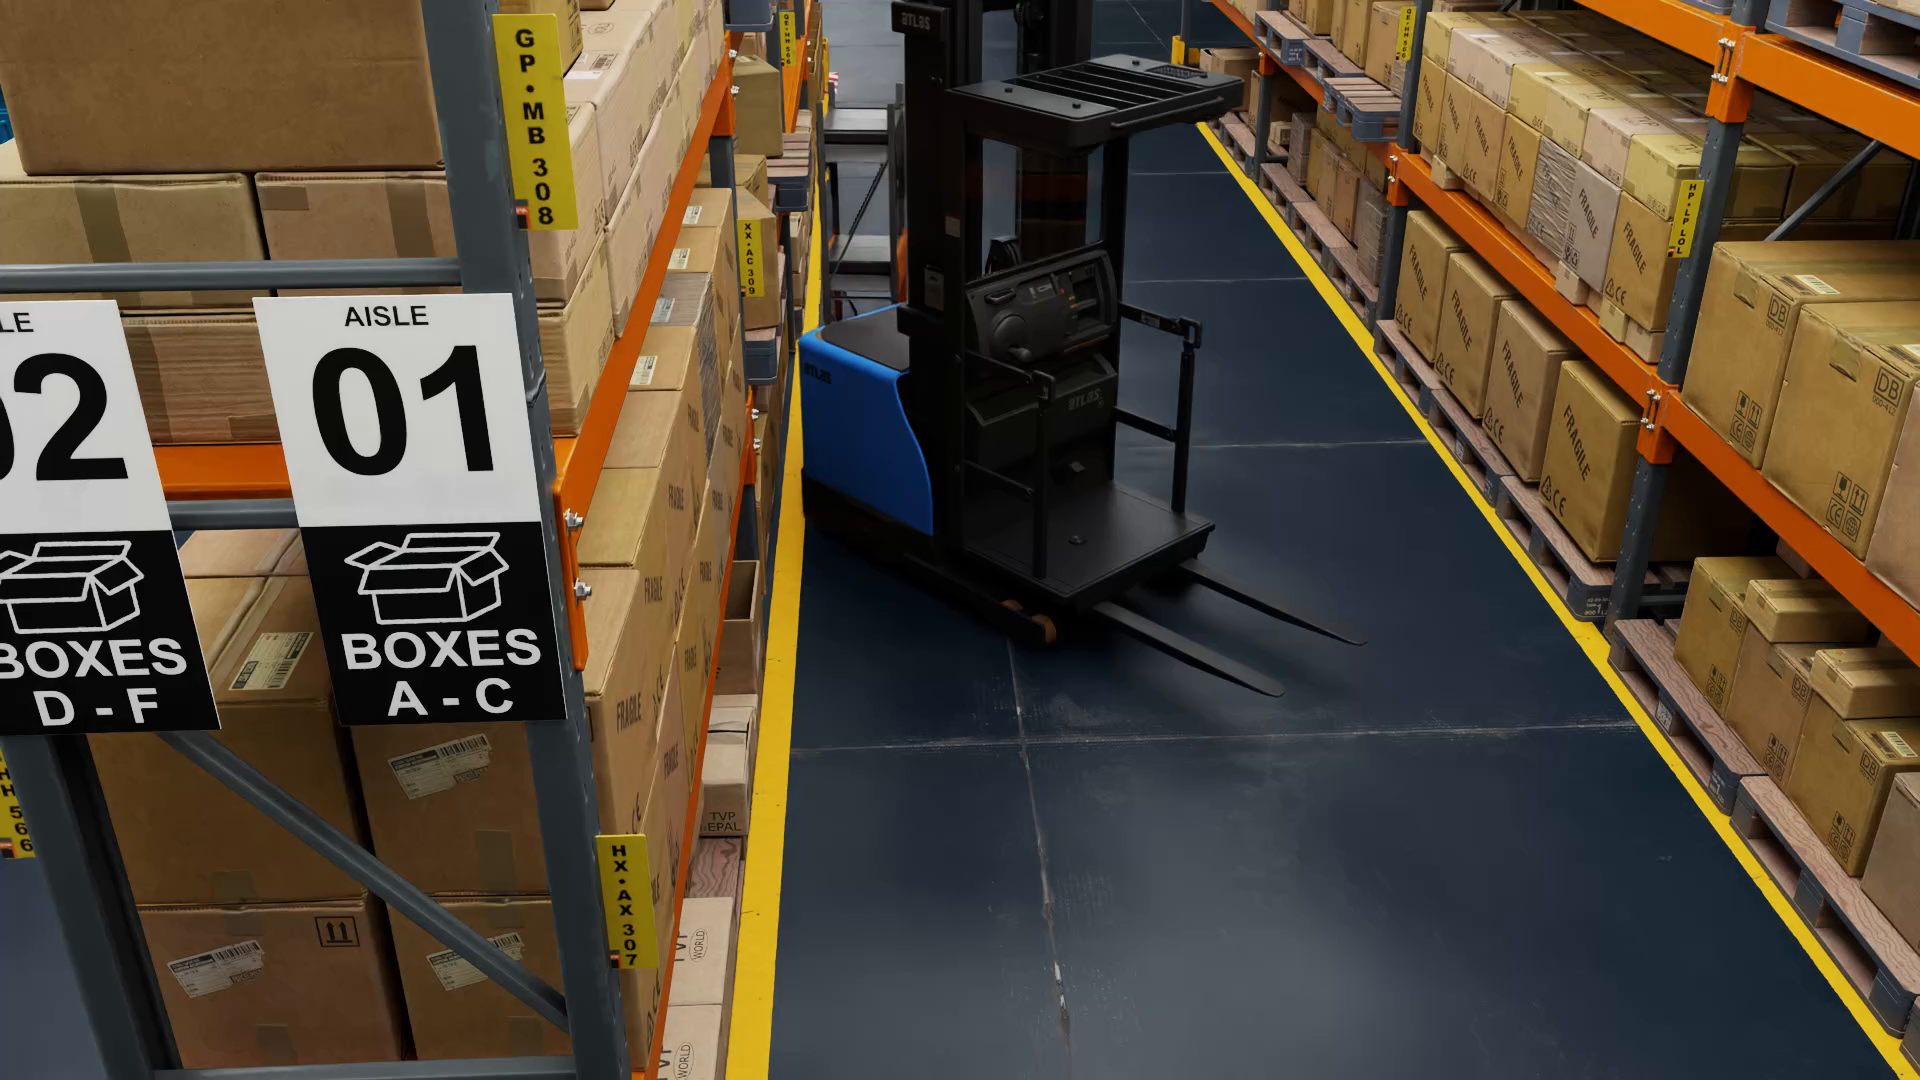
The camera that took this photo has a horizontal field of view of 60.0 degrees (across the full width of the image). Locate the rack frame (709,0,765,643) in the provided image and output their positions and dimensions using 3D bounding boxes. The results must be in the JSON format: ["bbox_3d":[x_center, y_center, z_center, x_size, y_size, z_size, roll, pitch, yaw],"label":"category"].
[{"bbox_3d":[-1.397,-0.747,6.938,1.000,3.000,0.127,-1,28,-3],"label":"rack frame"}]

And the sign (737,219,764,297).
[{"bbox_3d":[-0.855,-1.147,6.769,0.100,0.325,0.005,-1,28,-3],"label":"sign"}]

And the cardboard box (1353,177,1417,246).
[{"bbox_3d":[3.341,-2.374,12.285,0.700,0.500,0.500,-1,28,-3],"label":"cardboard box"}]

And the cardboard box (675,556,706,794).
[{"bbox_3d":[-1.003,0.375,4.679,0.500,0.500,0.500,-1,28,-3],"label":"cardboard box"}]

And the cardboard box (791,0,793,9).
[{"bbox_3d":[-1.900,-5.165,15.302,0.700,0.500,0.500,-1,28,-2],"label":"cardboard box"}]

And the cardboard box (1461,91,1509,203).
[{"bbox_3d":[3.154,-2.198,9.270,0.500,0.500,0.500,-2,28,-3],"label":"cardboard box"}]

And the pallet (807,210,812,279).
[{"bbox_3d":[-1.670,-2.301,12.933,1.003,0.211,1.213,-1,28,-3],"label":"pallet"}]

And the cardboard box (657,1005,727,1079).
[{"bbox_3d":[-0.959,1.636,4.867,0.500,0.250,0.500,-1,28,-3],"label":"cardboard box"}]

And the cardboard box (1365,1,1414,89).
[{"bbox_3d":[3.250,-3.429,11.497,0.700,0.500,0.500,-4,28,-7],"label":"cardboard box"}]

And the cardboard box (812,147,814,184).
[{"bbox_3d":[-1.503,-3.224,14.206,0.500,0.250,0.500,-2,28,-3],"label":"cardboard box"}]

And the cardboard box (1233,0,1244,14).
[{"bbox_3d":[2.787,-4.946,15.131,0.500,0.250,0.500,-1,28,-2],"label":"cardboard box"}]

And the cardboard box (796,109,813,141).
[{"bbox_3d":[-1.507,-3.477,14.085,0.500,0.311,0.500,-1,28,-3],"label":"cardboard box"}]

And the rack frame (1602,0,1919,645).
[{"bbox_3d":[3.550,-0.868,7.170,1.000,3.000,0.127,-1,28,-3],"label":"rack frame"}]

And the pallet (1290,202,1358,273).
[{"bbox_3d":[3.241,-2.402,13.127,1.003,0.211,1.213,-1,28,-3],"label":"pallet"}]

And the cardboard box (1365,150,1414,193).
[{"bbox_3d":[3.284,-2.730,12.158,0.500,0.250,0.500,-1,28,-2],"label":"cardboard box"}]

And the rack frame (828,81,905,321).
[{"bbox_3d":[-0.509,-1.523,9.400,0.400,2.100,0.015,1,28,3],"label":"rack frame"}]

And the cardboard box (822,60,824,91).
[{"bbox_3d":[-1.662,-4.784,17.198,0.500,0.250,0.500,-1,28,-3],"label":"cardboard box"}]

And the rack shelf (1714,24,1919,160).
[{"bbox_3d":[3.654,-0.955,4.872,1.077,0.370,4.000,-1,28,-3],"label":"rack shelf"}]

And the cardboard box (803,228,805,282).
[{"bbox_3d":[-1.367,-2.042,11.941,0.500,0.250,0.500,-2,28,-4],"label":"cardboard box"}]

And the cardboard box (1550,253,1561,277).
[{"bbox_3d":[3.225,-1.386,8.415,0.380,0.149,0.250,-1,28,-3],"label":"cardboard box"}]

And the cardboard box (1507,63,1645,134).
[{"bbox_3d":[3.199,-2.302,8.658,0.500,0.250,0.500,-2,28,-4],"label":"cardboard box"}]

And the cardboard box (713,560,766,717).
[{"bbox_3d":[-1.084,0.423,6.923,0.500,0.500,0.500,-1,28,-3],"label":"cardboard box"}]

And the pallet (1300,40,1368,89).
[{"bbox_3d":[3.197,-3.543,12.507,1.003,0.211,1.213,-1,28,-3],"label":"pallet"}]

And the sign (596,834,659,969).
[{"bbox_3d":[-0.646,0.704,3.221,0.100,0.325,0.005,-1,28,-3],"label":"sign"}]

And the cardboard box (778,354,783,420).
[{"bbox_3d":[-1.296,-1.015,9.680,0.500,0.500,0.500,-2,28,-5],"label":"cardboard box"}]

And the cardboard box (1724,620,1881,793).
[{"bbox_3d":[3.510,0.634,6.539,0.700,0.500,0.500,-2,28,-3],"label":"cardboard box"}]

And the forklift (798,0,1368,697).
[{"bbox_3d":[0.539,-1.055,7.604,1.130,2.935,3.031,-24,36,-38],"label":"forklift"}]

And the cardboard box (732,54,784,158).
[{"bbox_3d":[-1.460,-2.536,9.807,0.700,0.500,0.500,-11,29,-20],"label":"cardboard box"}]

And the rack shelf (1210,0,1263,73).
[{"bbox_3d":[3.028,-5.167,16.191,1.077,0.370,4.000,-1,28,-3],"label":"rack shelf"}]

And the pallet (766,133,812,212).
[{"bbox_3d":[-1.500,-2.197,9.927,1.213,0.211,1.003,-1,28,-3],"label":"pallet"}]

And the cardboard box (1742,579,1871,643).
[{"bbox_3d":[3.322,0.277,6.523,0.380,0.149,0.250,0,28,-1],"label":"cardboard box"}]

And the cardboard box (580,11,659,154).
[{"bbox_3d":[-1.006,-1.090,3.974,0.500,0.250,0.500,-1,28,-3],"label":"cardboard box"}]

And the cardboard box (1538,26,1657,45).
[{"bbox_3d":[3.647,-2.790,9.594,0.500,0.250,0.500,-2,28,-4],"label":"cardboard box"}]

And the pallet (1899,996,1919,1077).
[{"bbox_3d":[3.639,1.848,4.978,1.003,0.211,1.213,-1,28,-3],"label":"pallet"}]

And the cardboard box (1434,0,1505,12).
[{"bbox_3d":[3.293,-3.401,10.741,0.380,0.149,0.250,-5,28,-9],"label":"cardboard box"}]

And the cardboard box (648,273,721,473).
[{"bbox_3d":[-1.056,-0.538,5.348,0.500,0.500,0.500,-1,28,-2],"label":"cardboard box"}]

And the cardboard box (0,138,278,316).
[{"bbox_3d":[-1.469,-0.616,3.064,0.500,0.250,0.500,-1,28,-3],"label":"cardboard box"}]

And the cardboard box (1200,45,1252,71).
[{"bbox_3d":[2.870,-5.091,17.699,0.500,0.311,0.500,-4,28,-8],"label":"cardboard box"}]

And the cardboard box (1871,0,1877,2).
[{"bbox_3d":[3.323,-2.036,5.767,0.500,0.250,0.500,-1,28,-3],"label":"cardboard box"}]

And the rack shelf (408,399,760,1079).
[{"bbox_3d":[-1.292,0.496,5.333,1.077,0.370,4.000,-1,28,-3],"label":"rack shelf"}]

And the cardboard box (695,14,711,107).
[{"bbox_3d":[-1.090,-1.561,5.417,0.500,0.250,0.500,-1,28,-3],"label":"cardboard box"}]

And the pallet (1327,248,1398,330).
[{"bbox_3d":[3.302,-1.840,12.049,1.003,0.211,1.213,-1,28,-3],"label":"pallet"}]

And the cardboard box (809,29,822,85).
[{"bbox_3d":[-1.607,-4.655,16.140,0.500,0.500,0.500,-1,28,-3],"label":"cardboard box"}]

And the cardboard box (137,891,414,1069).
[{"bbox_3d":[-1.483,0.856,3.757,0.500,0.500,0.500,-1,28,-1],"label":"cardboard box"}]

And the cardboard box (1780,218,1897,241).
[{"bbox_3d":[3.778,-1.271,7.493,0.500,0.500,0.500,-2,28,-4],"label":"cardboard box"}]

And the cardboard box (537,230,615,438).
[{"bbox_3d":[-0.961,-0.406,3.204,0.500,0.250,0.500,-1,28,-3],"label":"cardboard box"}]

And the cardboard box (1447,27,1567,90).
[{"bbox_3d":[3.136,-2.769,9.552,0.500,0.250,0.500,-2,28,-3],"label":"cardboard box"}]

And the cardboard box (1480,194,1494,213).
[{"bbox_3d":[3.219,-1.981,9.554,0.380,0.149,0.250,-1,28,-2],"label":"cardboard box"}]

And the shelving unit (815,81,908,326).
[{"bbox_3d":[-0.522,-1.410,9.184,0.431,2.100,0.503,1,28,3],"label":"shelving unit"}]
